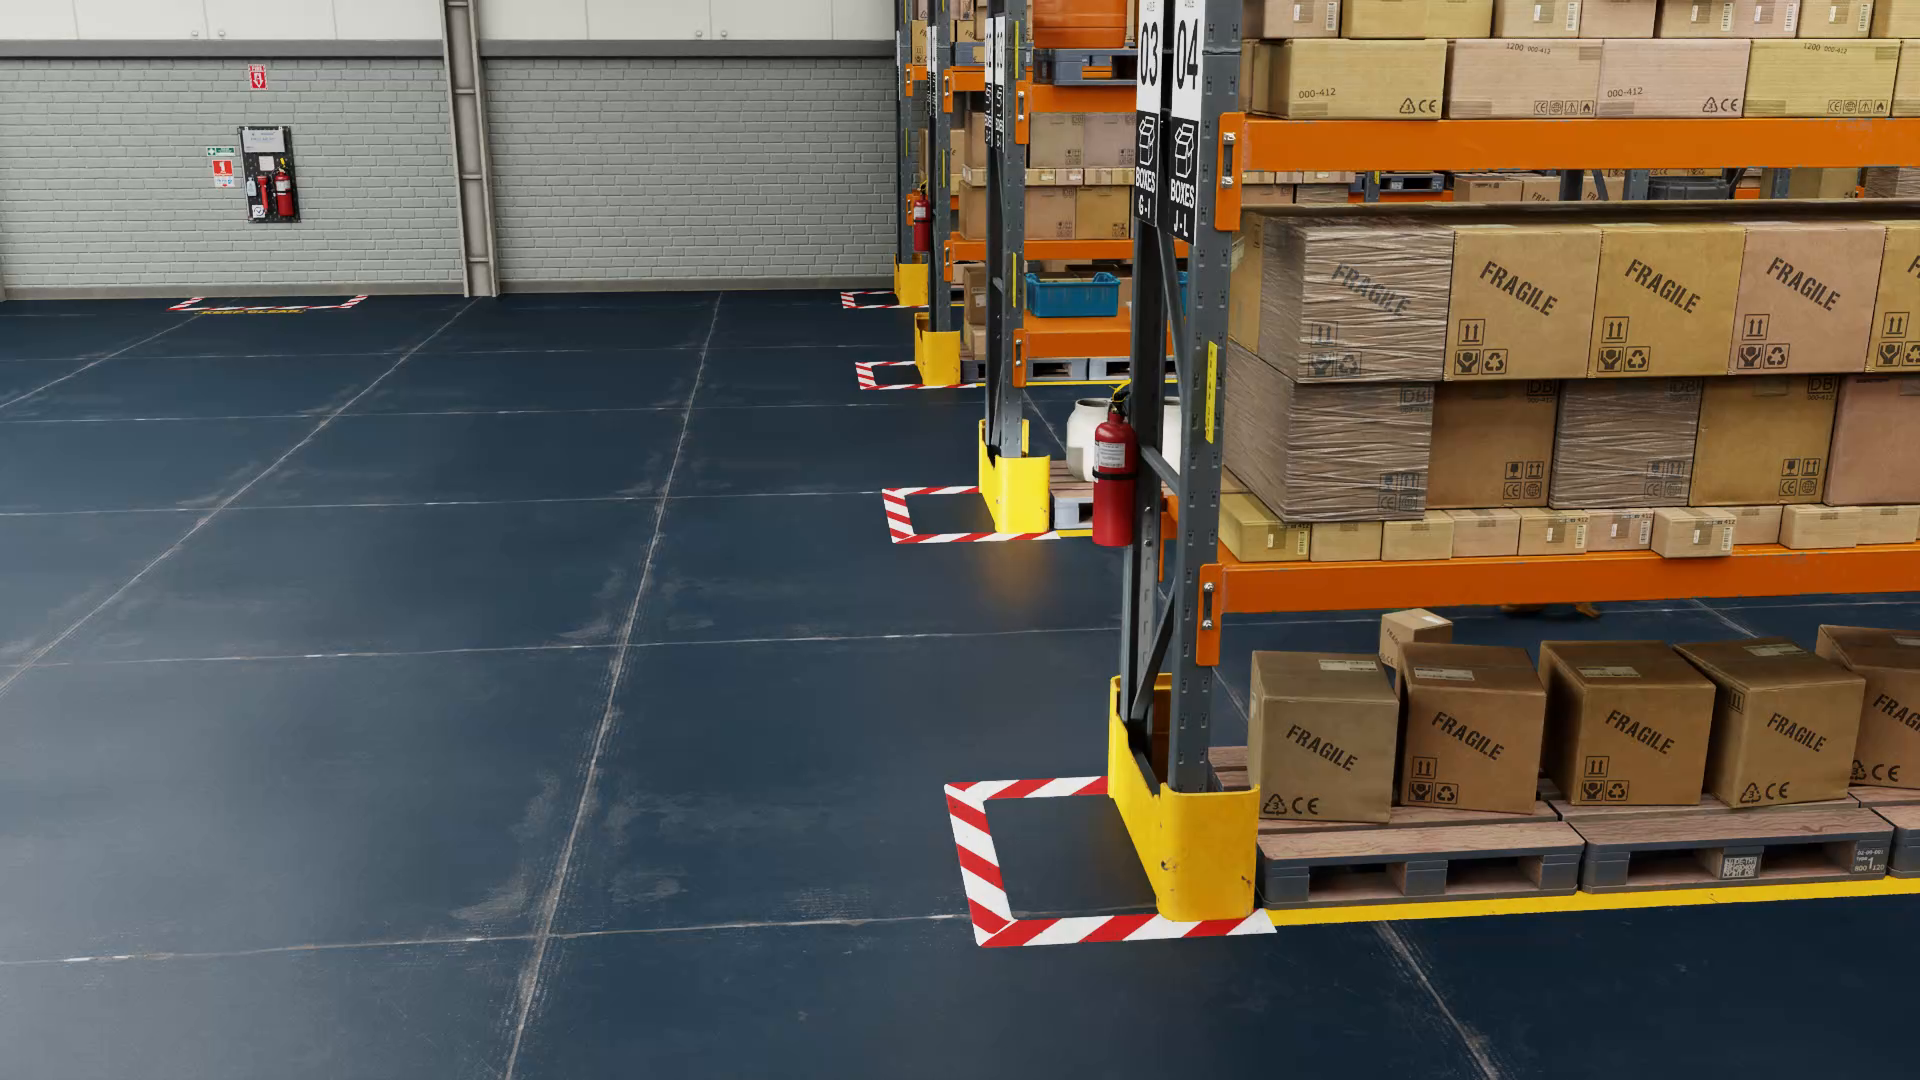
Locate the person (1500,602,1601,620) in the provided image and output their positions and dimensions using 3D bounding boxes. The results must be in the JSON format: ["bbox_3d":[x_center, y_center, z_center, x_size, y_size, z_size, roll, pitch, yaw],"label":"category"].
[{"bbox_3d":[3.250,-0.441,8.983,0.542,1.837,0.599,-7,18,-21],"label":"person"}]
